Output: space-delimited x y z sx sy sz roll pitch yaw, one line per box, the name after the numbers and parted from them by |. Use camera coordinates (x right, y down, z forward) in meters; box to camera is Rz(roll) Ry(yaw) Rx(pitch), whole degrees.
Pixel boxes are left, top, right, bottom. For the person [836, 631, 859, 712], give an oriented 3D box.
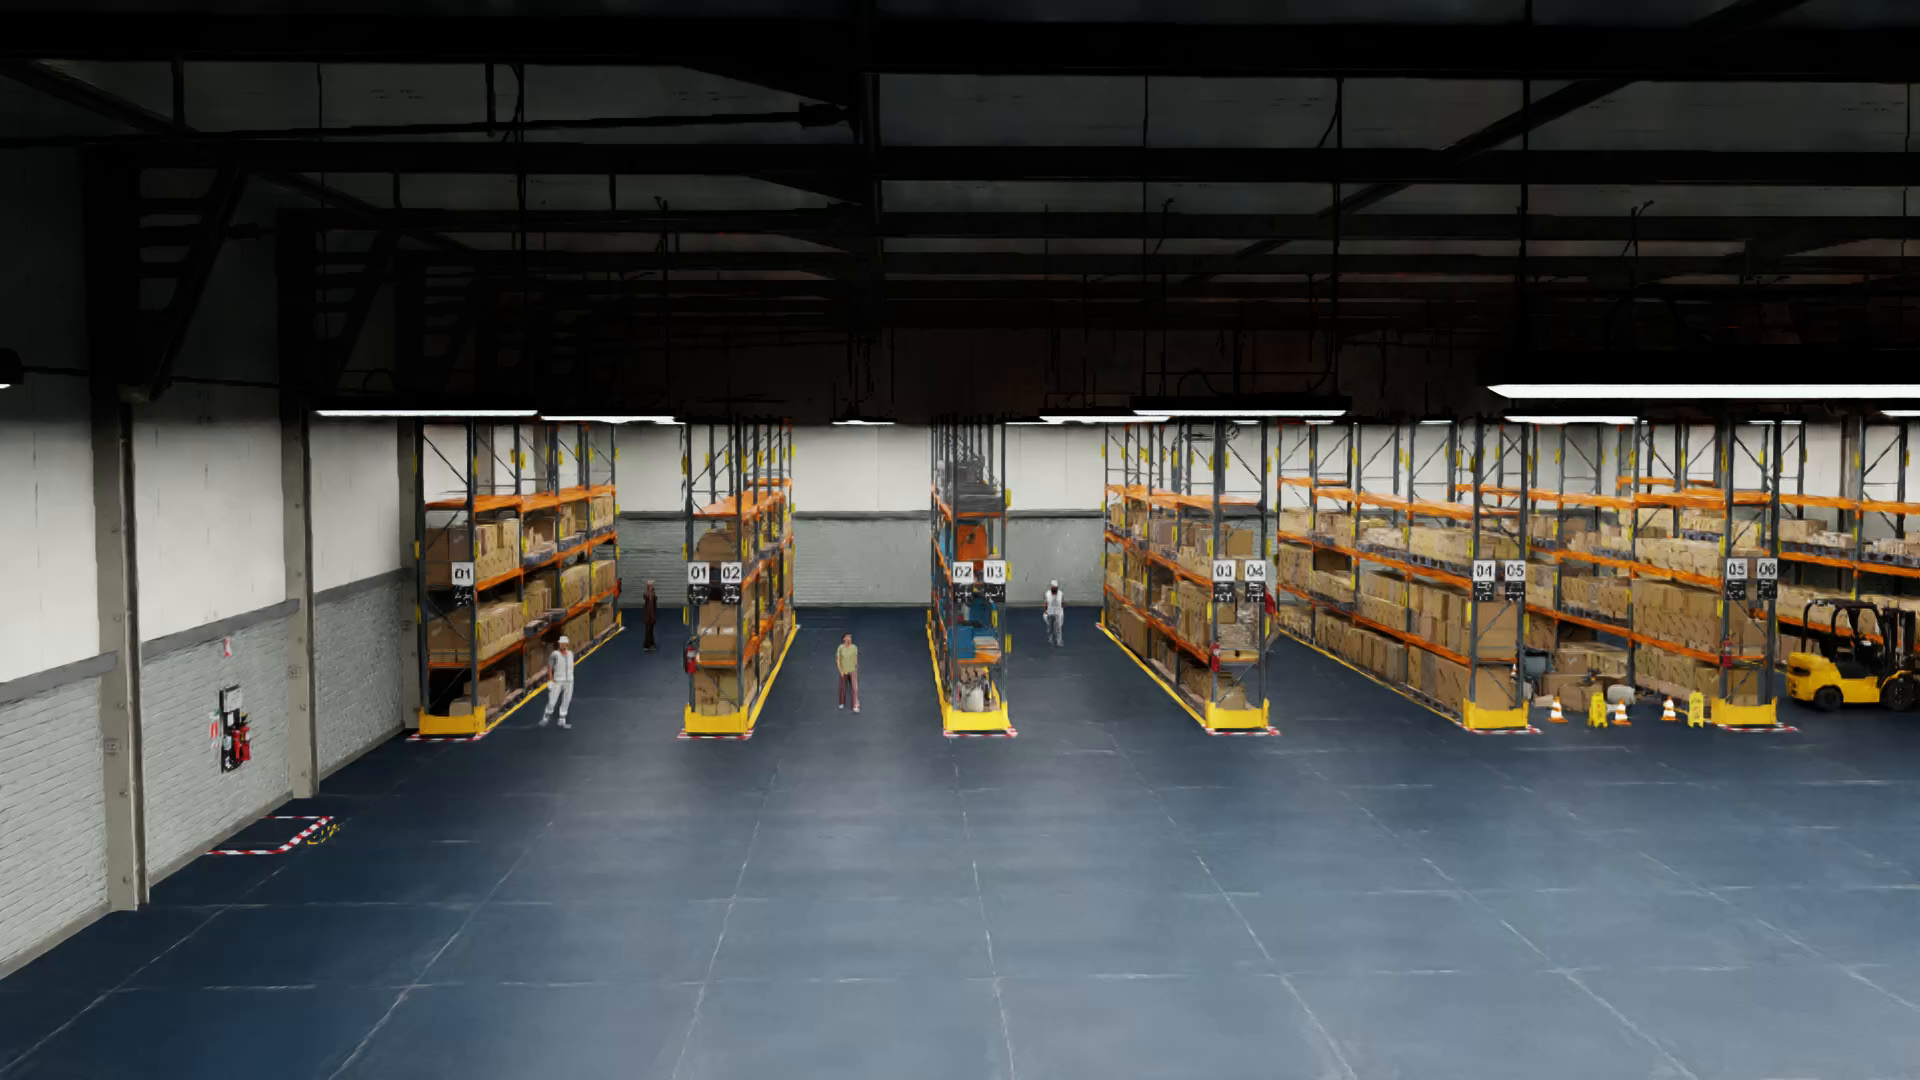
-2.274 2.631 33.425 0.446 1.604 1.016 -1 4 -11 | person

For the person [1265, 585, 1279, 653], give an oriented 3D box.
7.765 1.999 42.048 0.462 1.723 0.589 -2 5 -32 | person

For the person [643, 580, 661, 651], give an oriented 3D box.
-7.870 1.922 42.516 0.522 1.787 0.652 -2 4 -23 | person

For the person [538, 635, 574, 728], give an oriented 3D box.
-7.628 2.686 31.496 0.715 1.777 0.530 -3 5 -41 | person

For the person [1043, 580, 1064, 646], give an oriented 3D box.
2.458 1.898 43.490 0.566 1.706 1.122 0 4 0 | person
